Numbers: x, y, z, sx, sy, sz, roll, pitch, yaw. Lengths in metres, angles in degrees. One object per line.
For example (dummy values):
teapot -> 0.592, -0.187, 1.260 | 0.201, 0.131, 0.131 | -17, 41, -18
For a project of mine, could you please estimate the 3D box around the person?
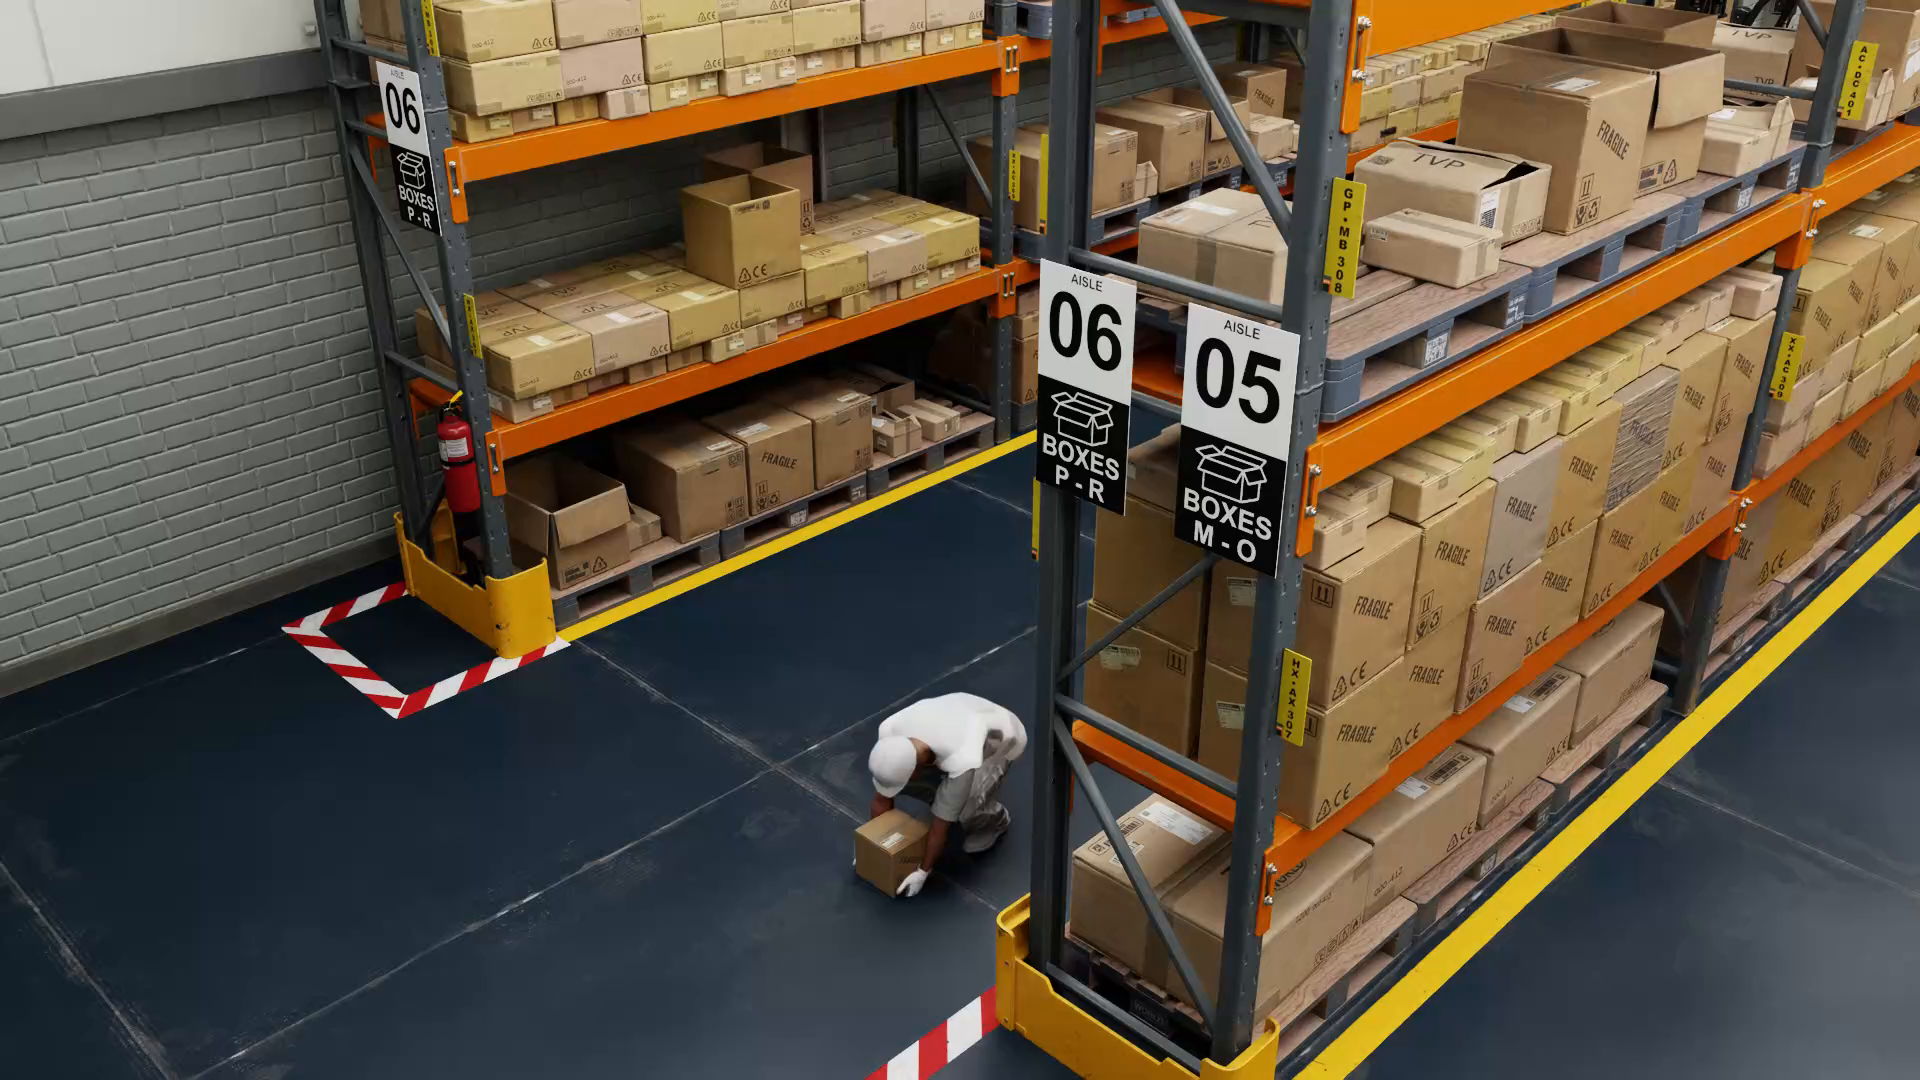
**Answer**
person -> -0.071, 1.118, 7.624 | 0.561, 0.876, 0.947 | 22, 35, 36
